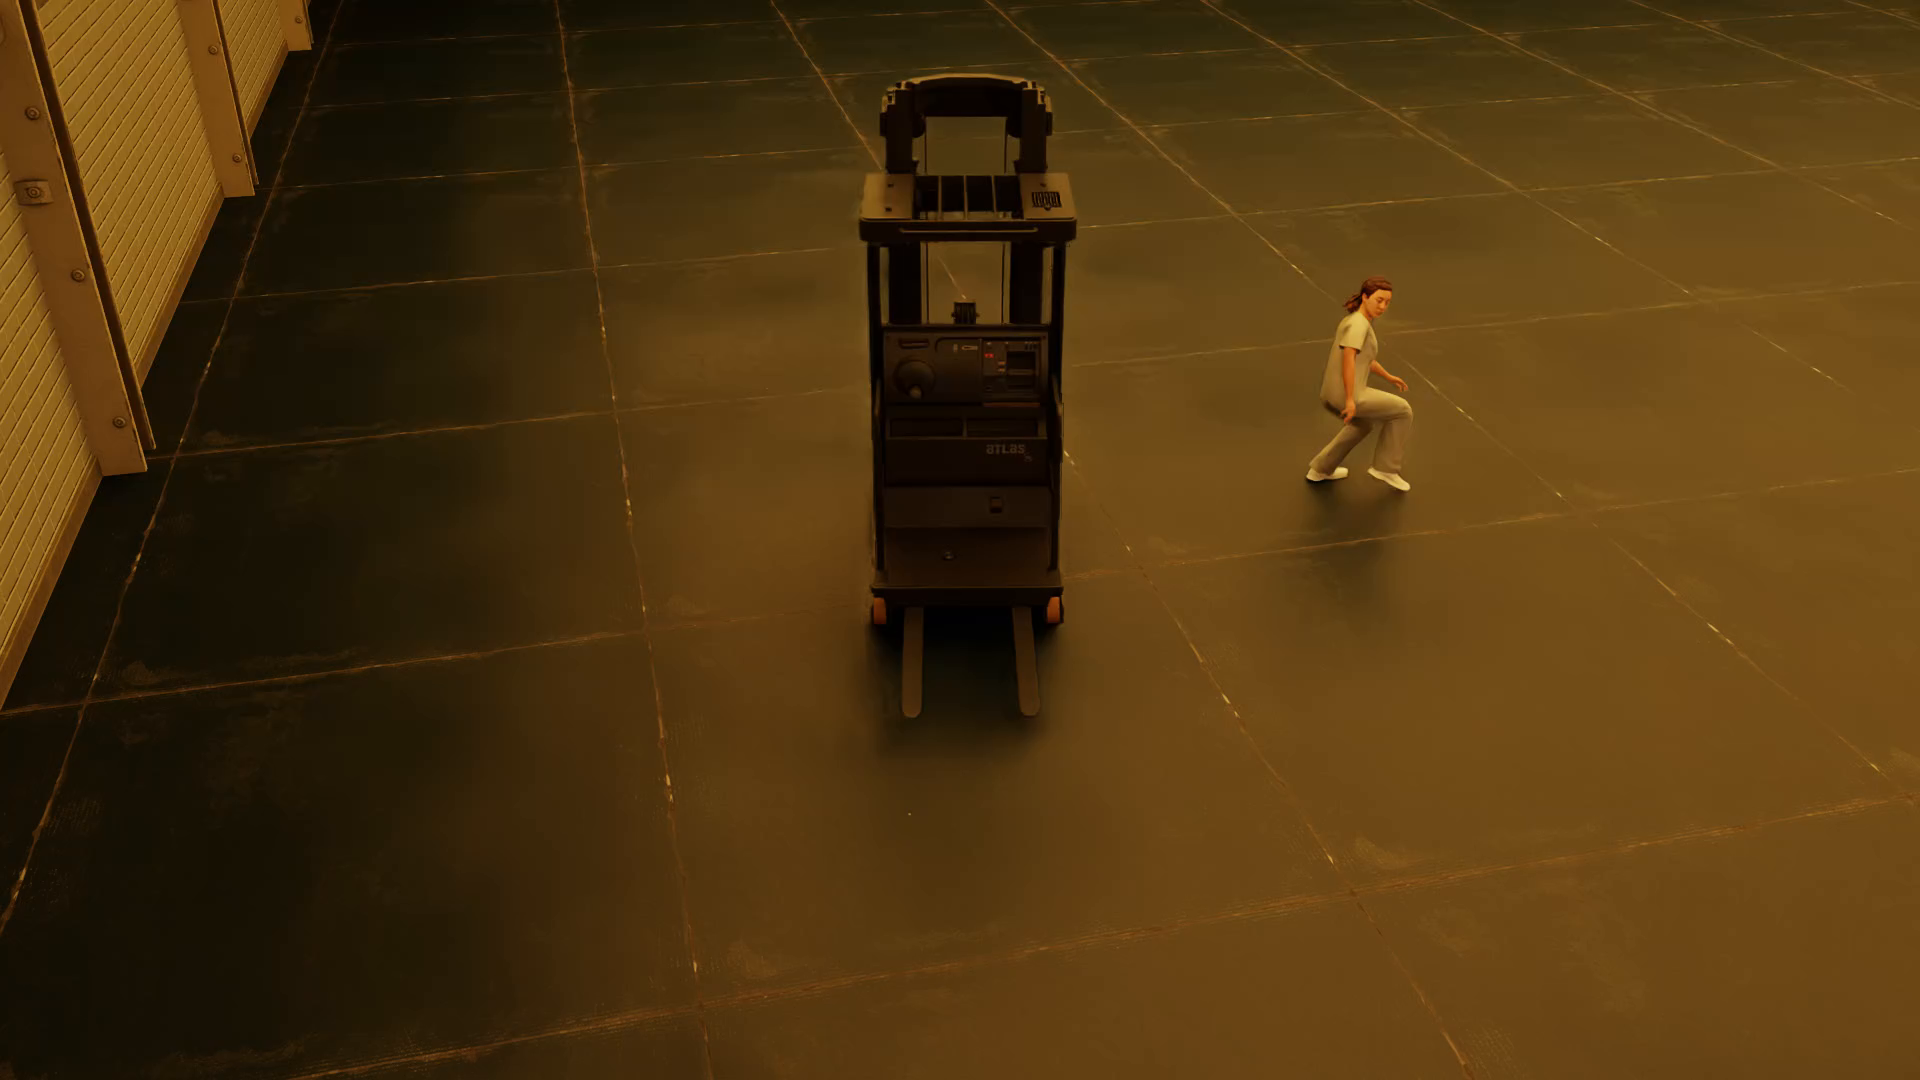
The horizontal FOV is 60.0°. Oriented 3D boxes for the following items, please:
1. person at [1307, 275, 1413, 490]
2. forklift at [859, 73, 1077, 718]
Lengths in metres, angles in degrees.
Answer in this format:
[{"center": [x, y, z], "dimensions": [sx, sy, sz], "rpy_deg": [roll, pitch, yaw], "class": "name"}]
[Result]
[{"center": [2.646, -0.958, 10.732], "dimensions": [0.674, 1.458, 0.667], "rpy_deg": [-6, 31, -9], "class": "person"}, {"center": [0.037, -0.931, 9.183], "dimensions": [1.130, 2.935, 3.031], "rpy_deg": [0, 30, 0], "class": "forklift"}]
